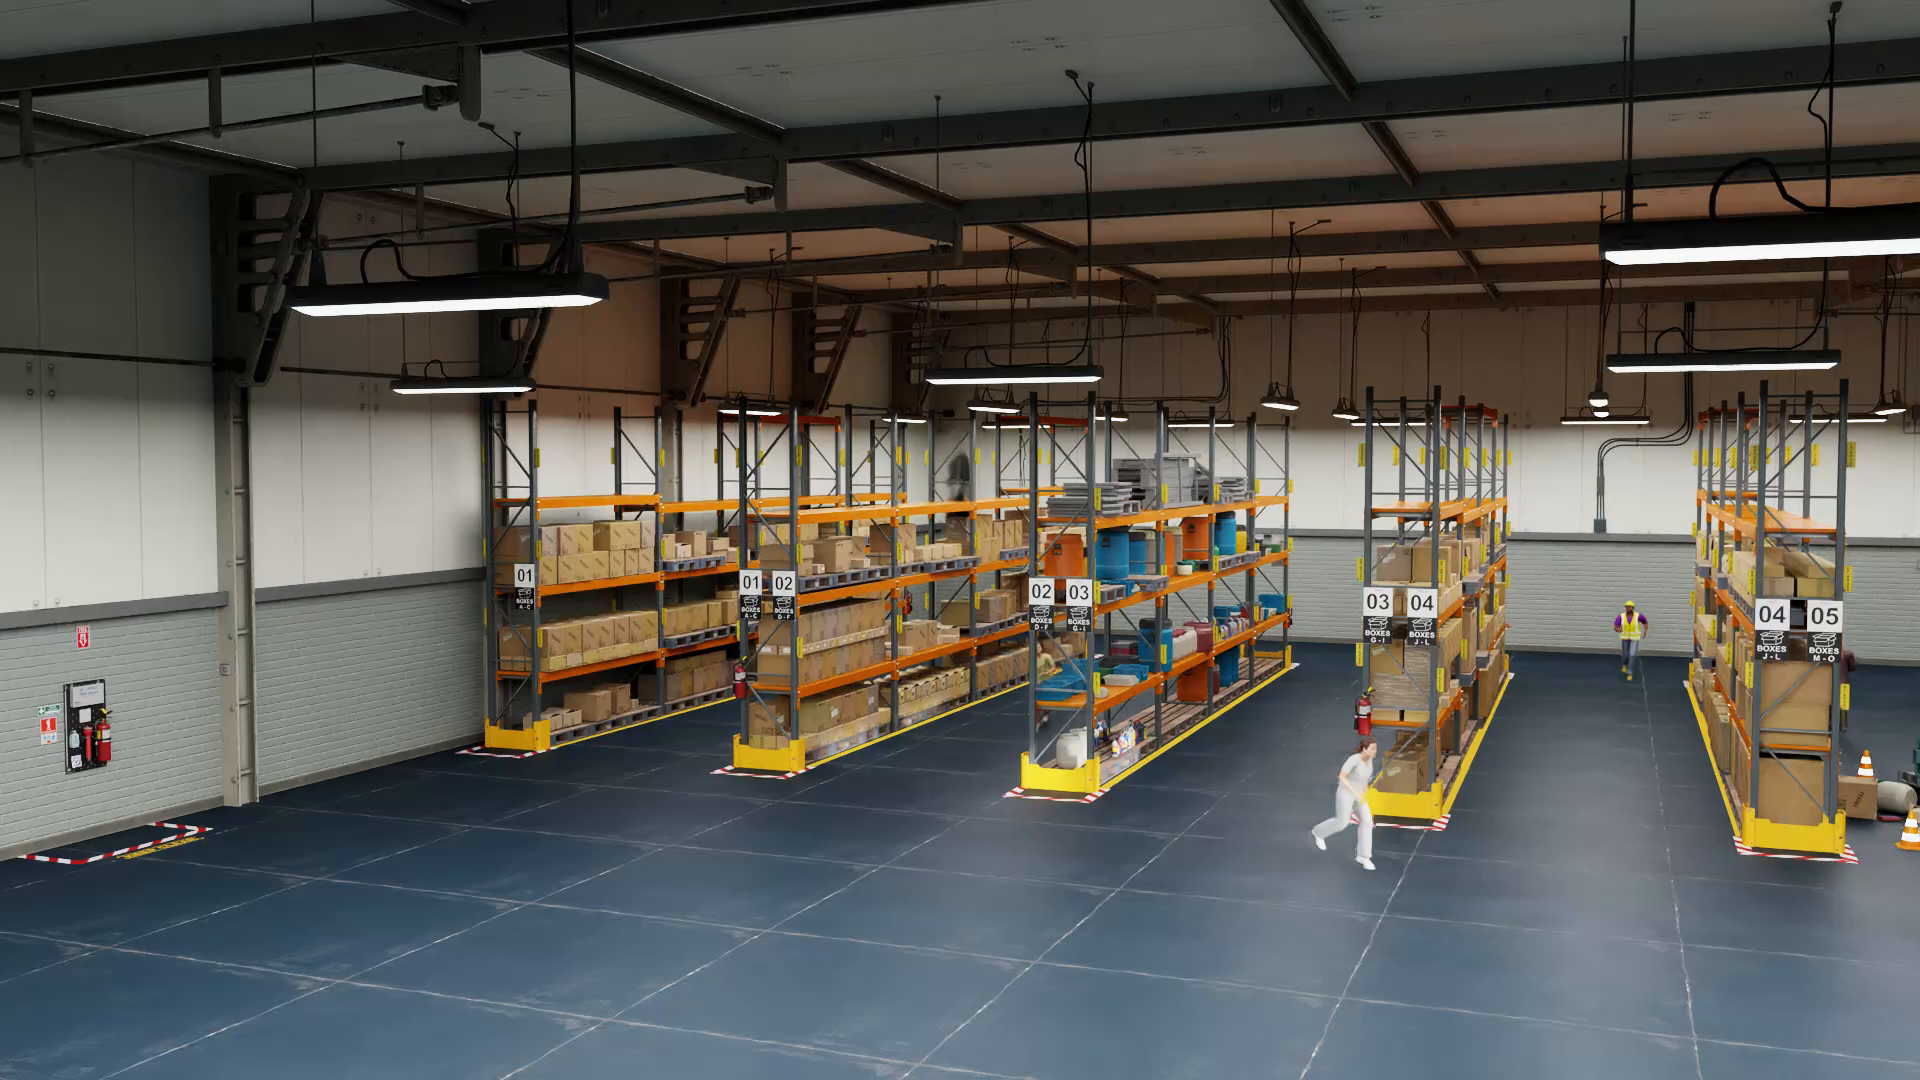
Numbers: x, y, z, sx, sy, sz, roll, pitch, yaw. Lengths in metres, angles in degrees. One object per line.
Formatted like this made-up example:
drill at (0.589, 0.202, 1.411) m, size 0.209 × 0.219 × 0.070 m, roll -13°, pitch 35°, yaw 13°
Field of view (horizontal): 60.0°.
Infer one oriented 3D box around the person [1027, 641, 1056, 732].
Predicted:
person at (1.506, 2.672, 30.633) m, size 0.581 × 1.666 × 1.082 m, roll 1°, pitch 3°, yaw 14°

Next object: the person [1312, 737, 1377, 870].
person at (4.784, 3.202, 20.615) m, size 0.591 × 1.623 × 0.991 m, roll -3°, pitch 4°, yaw -43°

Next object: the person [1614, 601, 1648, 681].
person at (15.181, 2.264, 37.656) m, size 0.710 × 1.775 × 0.977 m, roll 2°, pitch 3°, yaw 29°

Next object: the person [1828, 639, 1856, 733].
person at (15.860, 2.636, 30.107) m, size 0.649 × 1.835 × 0.892 m, roll 1°, pitch 3°, yaw 16°

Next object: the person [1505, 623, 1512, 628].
person at (12.457, 2.213, 39.012) m, size 0.917 × 1.755 × 0.642 m, roll 2°, pitch 4°, yaw 41°
